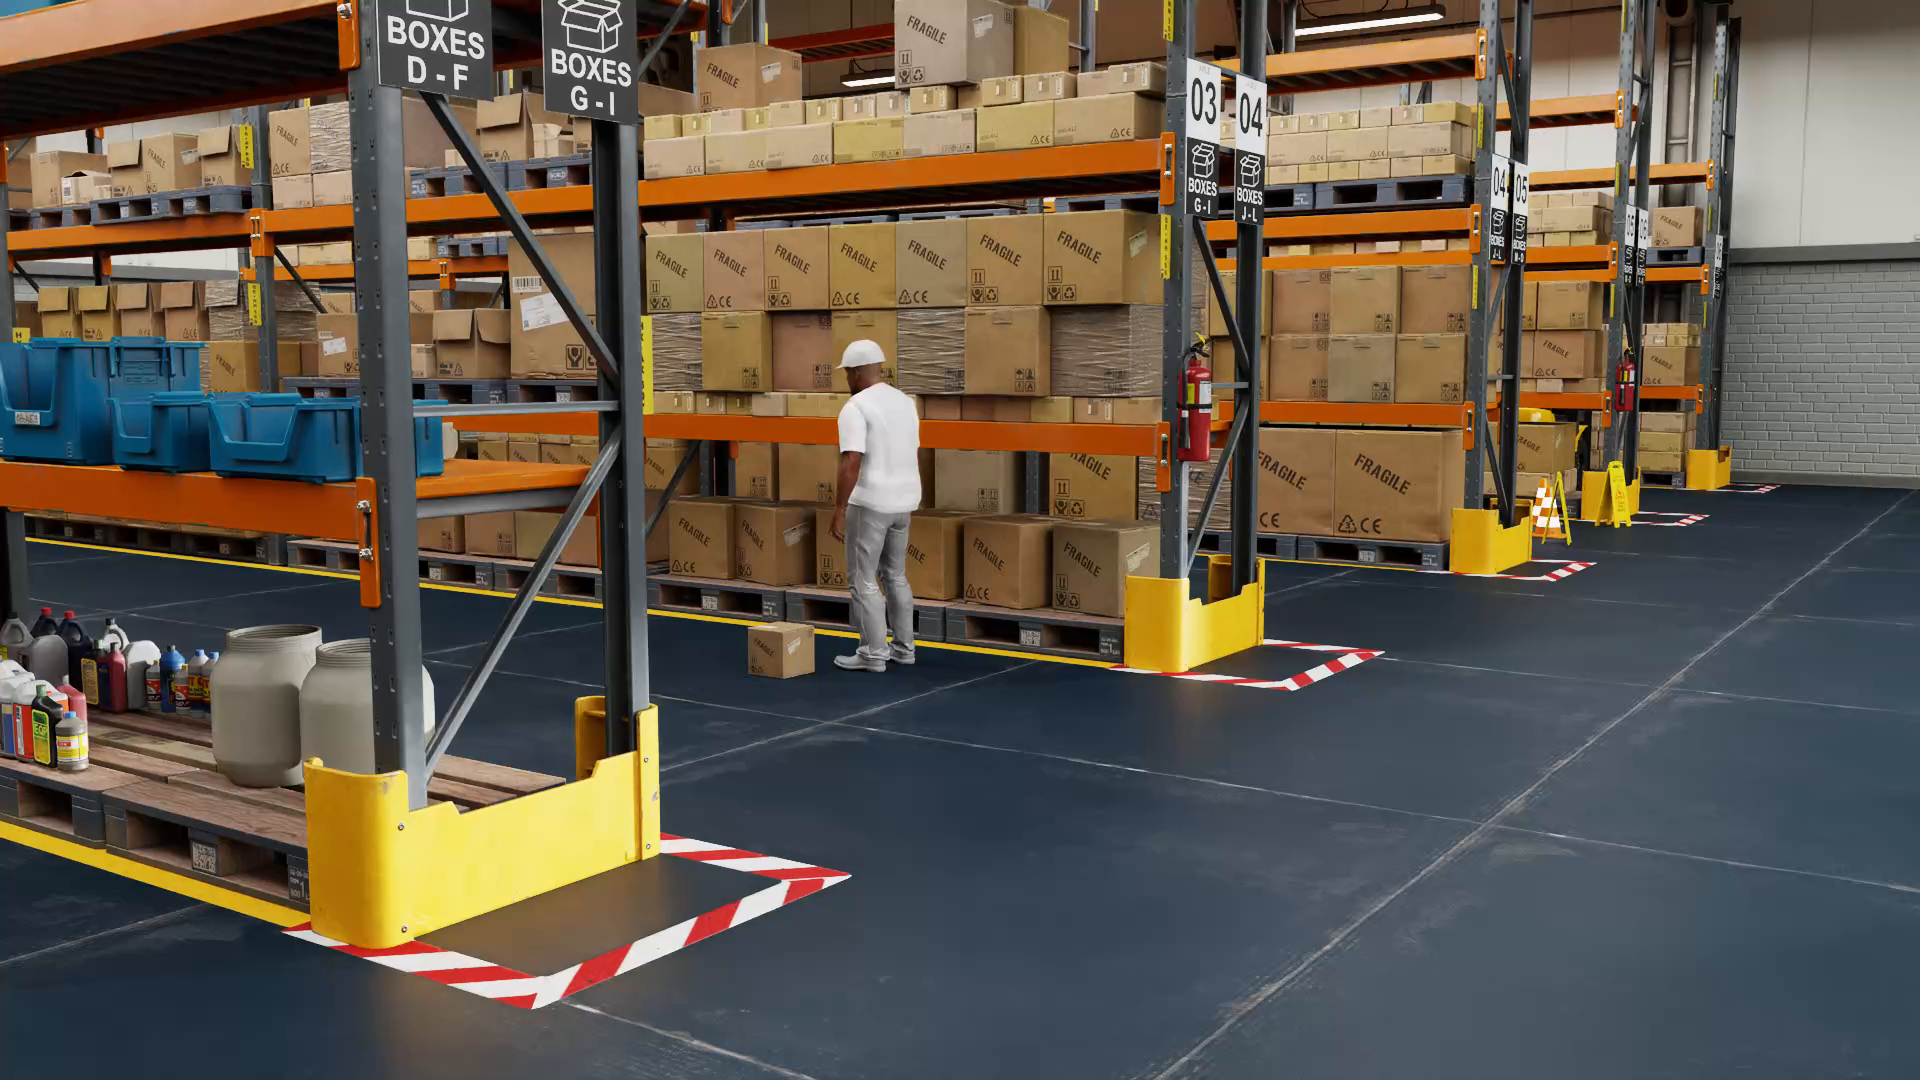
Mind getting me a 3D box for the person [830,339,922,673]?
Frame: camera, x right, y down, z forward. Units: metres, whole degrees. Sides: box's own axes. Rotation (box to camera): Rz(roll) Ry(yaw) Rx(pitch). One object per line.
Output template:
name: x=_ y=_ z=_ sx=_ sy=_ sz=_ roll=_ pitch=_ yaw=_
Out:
person: x=-0.453 y=-0.189 z=8.921 sx=0.457 sy=1.761 sz=0.627 roll=5 pitch=8 yaw=37
